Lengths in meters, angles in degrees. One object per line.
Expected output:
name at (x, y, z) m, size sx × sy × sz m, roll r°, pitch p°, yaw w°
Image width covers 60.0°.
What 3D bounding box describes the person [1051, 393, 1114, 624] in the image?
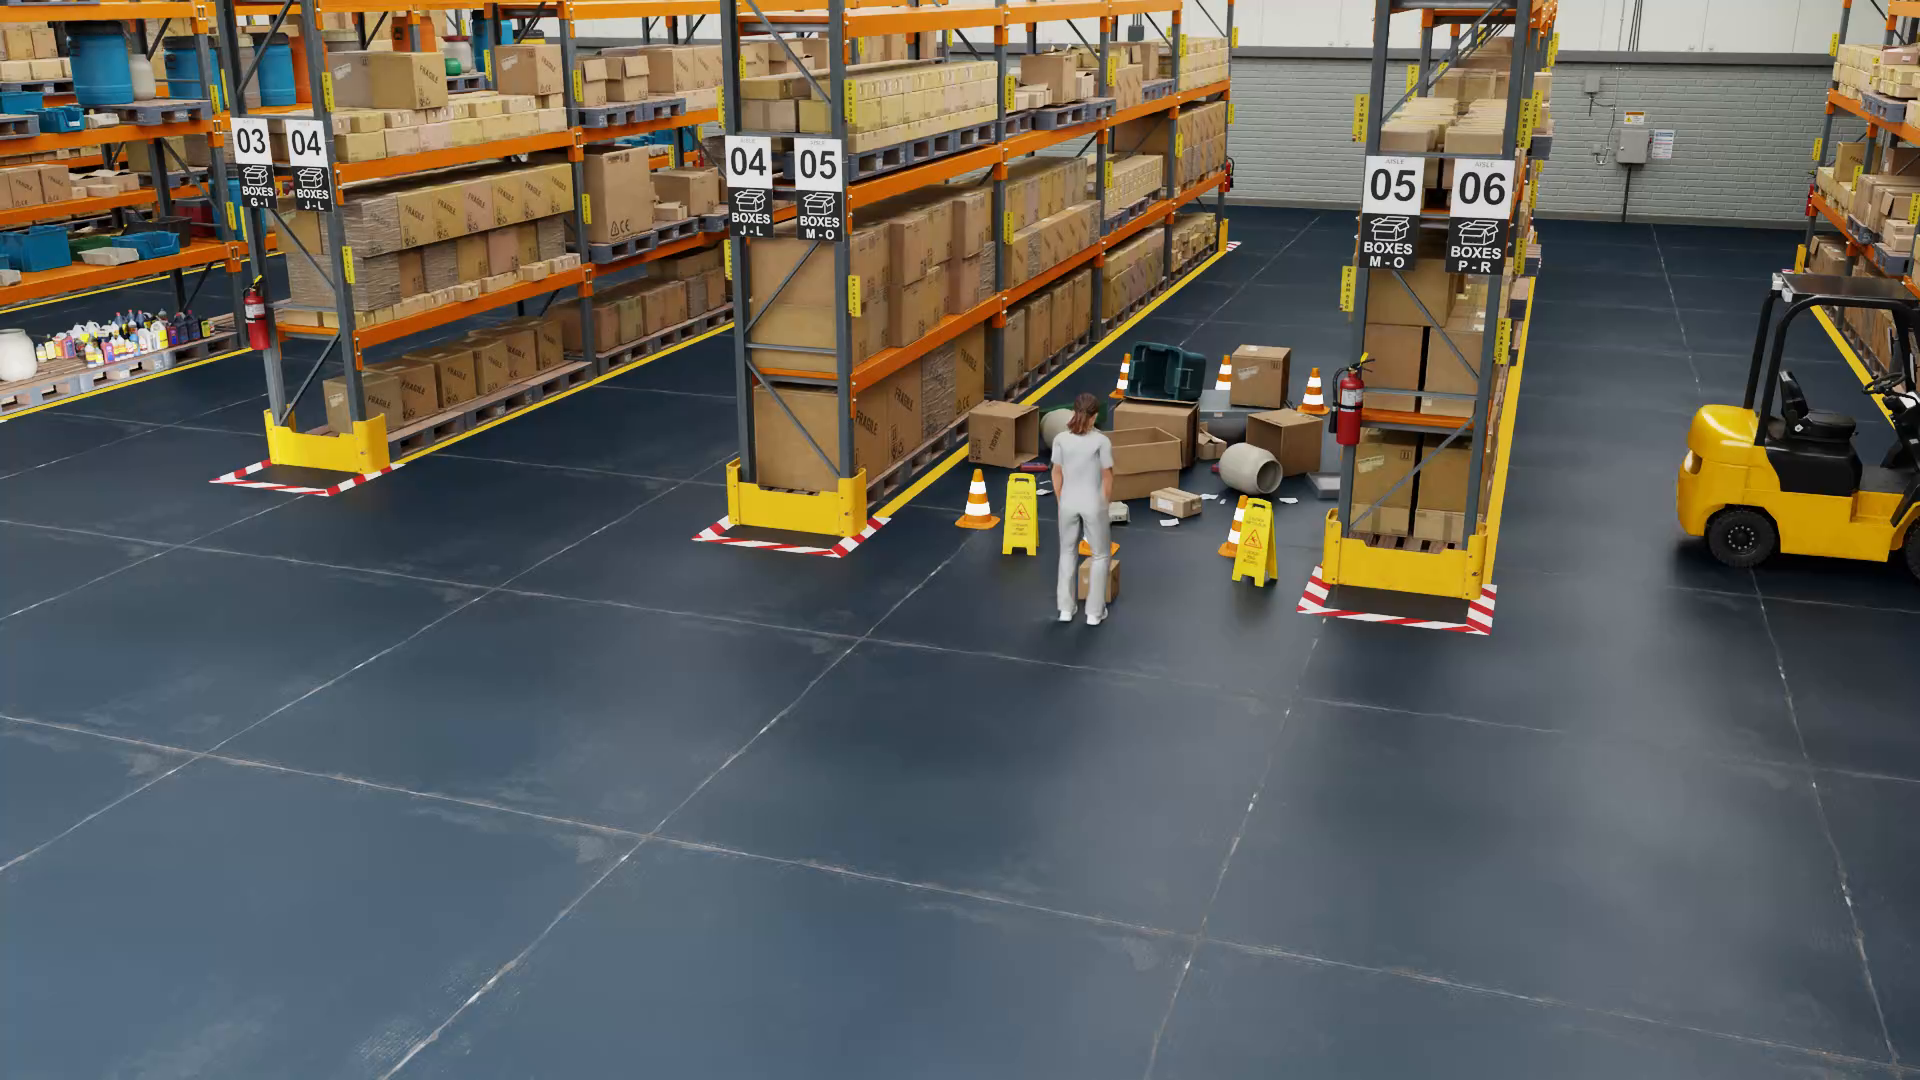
person at (0.861, -0.219, 11.763) m, size 0.453 × 1.654 × 0.347 m, roll 7°, pitch 20°, yaw 19°
